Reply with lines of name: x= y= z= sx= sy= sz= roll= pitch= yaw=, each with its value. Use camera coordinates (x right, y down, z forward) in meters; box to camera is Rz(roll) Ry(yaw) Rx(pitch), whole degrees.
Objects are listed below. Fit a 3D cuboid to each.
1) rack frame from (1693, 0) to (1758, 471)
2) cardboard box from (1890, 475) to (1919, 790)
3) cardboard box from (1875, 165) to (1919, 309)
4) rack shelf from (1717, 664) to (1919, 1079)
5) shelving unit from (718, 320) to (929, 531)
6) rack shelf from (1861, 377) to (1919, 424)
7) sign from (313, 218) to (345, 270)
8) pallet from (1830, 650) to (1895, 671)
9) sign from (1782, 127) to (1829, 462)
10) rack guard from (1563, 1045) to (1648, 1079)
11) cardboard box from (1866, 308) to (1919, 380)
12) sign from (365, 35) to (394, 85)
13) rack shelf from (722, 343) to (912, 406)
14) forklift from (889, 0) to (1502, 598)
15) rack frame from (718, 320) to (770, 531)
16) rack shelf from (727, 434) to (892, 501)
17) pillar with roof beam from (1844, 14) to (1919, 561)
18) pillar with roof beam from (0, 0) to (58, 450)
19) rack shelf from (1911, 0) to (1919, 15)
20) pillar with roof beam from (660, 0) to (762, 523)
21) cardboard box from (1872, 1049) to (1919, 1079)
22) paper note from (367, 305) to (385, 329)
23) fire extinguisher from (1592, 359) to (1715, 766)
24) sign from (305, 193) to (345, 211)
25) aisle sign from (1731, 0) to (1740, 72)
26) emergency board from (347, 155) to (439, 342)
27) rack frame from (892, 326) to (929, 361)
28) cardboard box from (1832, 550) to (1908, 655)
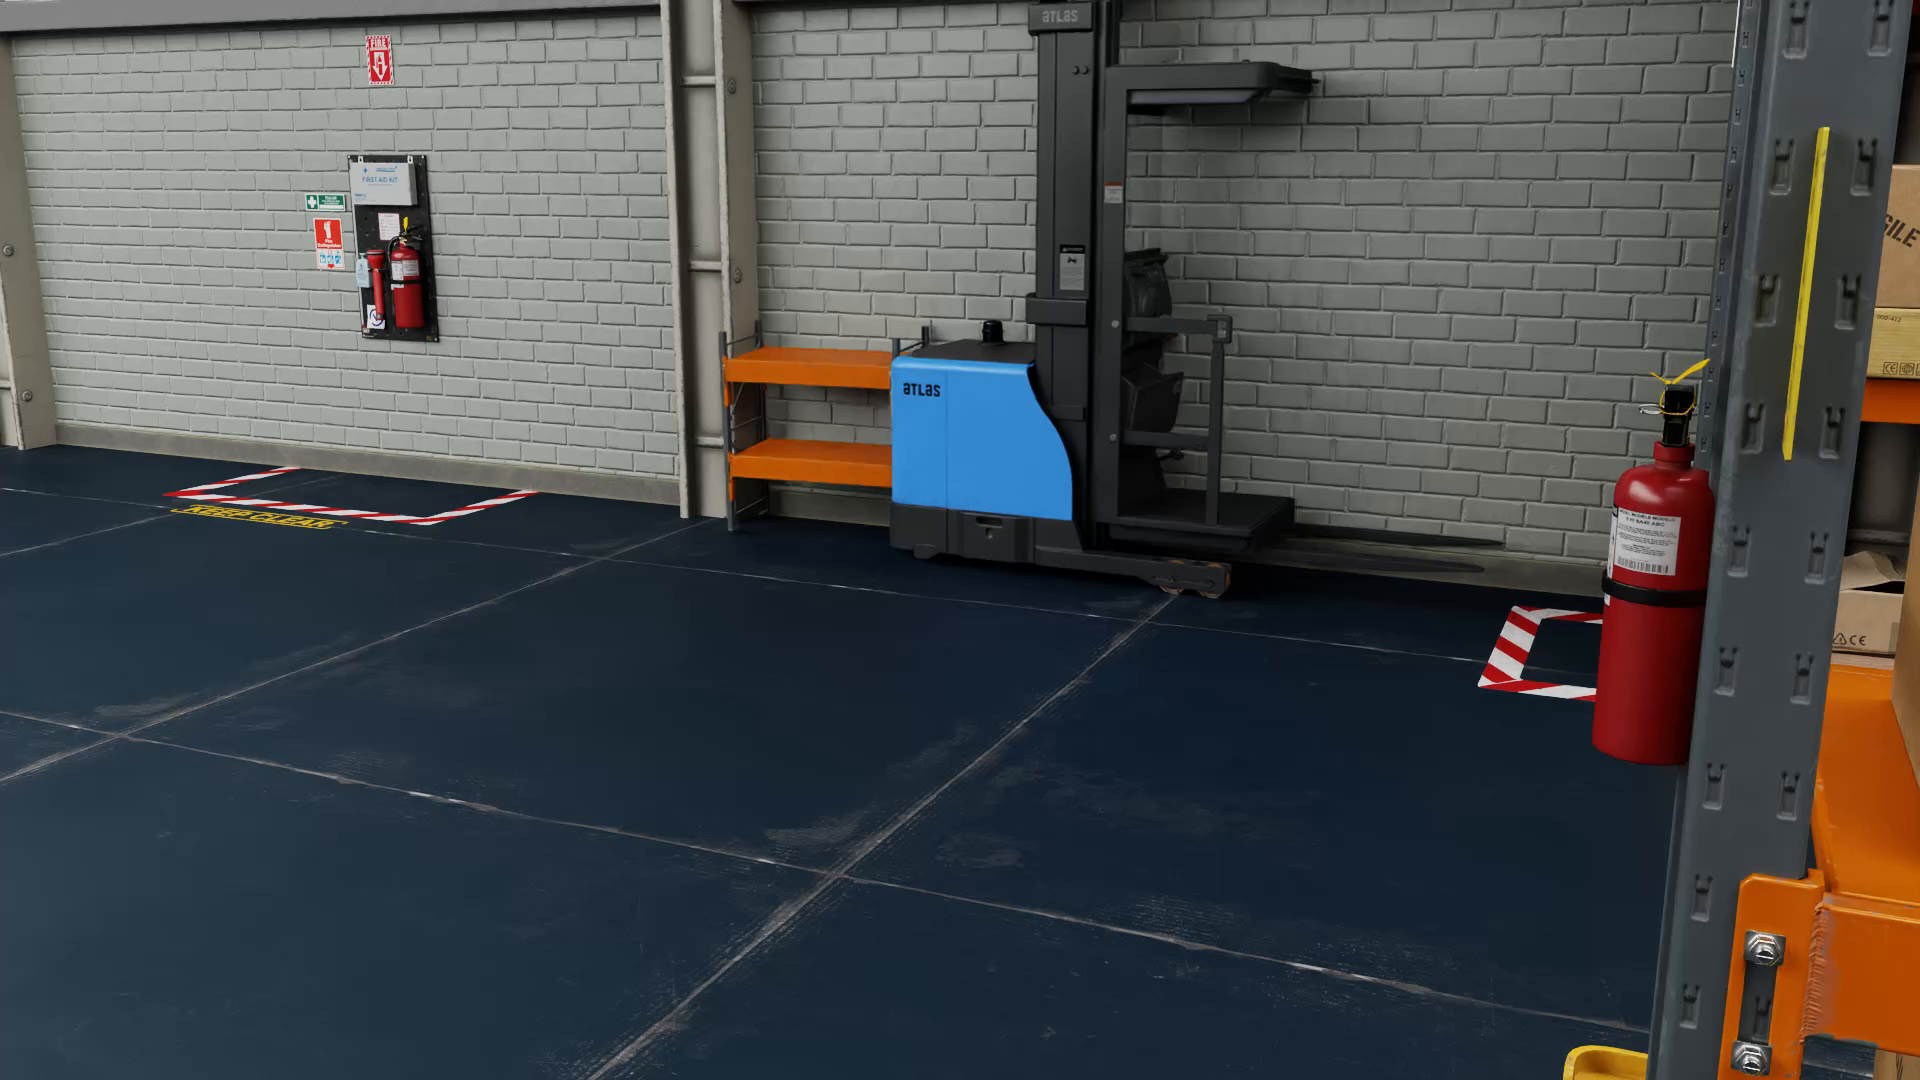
rack frame: x=3.083 y=-0.937 z=6.684 sx=0.127 sy=3.000 sz=1.000 roll=6 pitch=14 yaw=23
cardboard box: x=1.502 y=0.095 z=2.066 sx=0.500 sy=0.500 sz=0.700 roll=6 pitch=14 yaw=23
cardboard box: x=3.398 y=-1.132 z=6.157 sx=0.500 sy=0.500 sz=0.500 roll=6 pitch=14 yaw=23
rack shelf: x=2.909 y=0.633 z=1.566 sx=4.000 sy=0.370 sz=1.077 roll=6 pitch=14 yaw=23
shelving unit: x=-0.740 y=-0.618 z=9.294 sx=1.048 sy=1.125 sz=0.538 roll=4 pitch=16 yaw=18
rack shelf: x=4.912 y=-0.402 z=5.977 sx=4.000 sy=0.370 sz=1.077 roll=6 pitch=14 yaw=23
sign: x=-4.120 y=-1.935 z=10.858 sx=0.234 sy=0.329 sz=0.001 roll=6 pitch=14 yaw=23
pallet: x=3.881 y=0.510 z=6.621 sx=1.213 sy=0.211 sz=1.003 roll=6 pitch=14 yaw=23
sign: x=0.850 y=-0.247 z=1.673 sx=0.005 sy=0.325 sz=0.100 roll=6 pitch=14 yaw=23
rack guard: x=1.058 y=1.312 z=2.568 sx=0.348 sy=0.500 sz=1.175 roll=6 pitch=14 yaw=23
cardboard box: x=3.401 y=-0.763 z=6.224 sx=0.500 sy=0.250 sz=0.500 roll=5 pitch=14 yaw=22
sign: x=-3.623 y=-2.995 z=10.379 sx=0.199 sy=0.298 sz=0.001 roll=6 pitch=14 yaw=23
rack shelf: x=-0.744 y=-0.900 z=9.217 sx=1.000 sy=0.278 sz=0.538 roll=4 pitch=16 yaw=18
forklift: x=1.185 y=-1.282 z=8.304 sx=3.031 sy=2.935 sz=1.130 roll=6 pitch=15 yaw=24
rack frame: x=-1.222 y=-0.655 z=9.453 sx=0.032 sy=1.125 sz=0.500 roll=4 pitch=16 yaw=18
rack shelf: x=-0.737 y=-0.382 z=9.359 sx=1.000 sy=0.278 sz=0.538 roll=4 pitch=16 yaw=18
pillar with roof beam: x=2.330 y=-3.075 z=2.660 sx=0.400 sy=9.000 sz=9.100 roll=6 pitch=14 yaw=23
pillar with roof beam: x=-8.642 y=-4.185 z=7.392 sx=0.400 sy=9.000 sz=9.100 roll=6 pitch=14 yaw=23
rack shelf: x=4.912 y=-1.862 z=5.635 sx=4.000 sy=0.370 sz=1.077 roll=6 pitch=14 yaw=23
pillar with roof beam: x=-3.156 y=-3.630 z=5.026 sx=0.400 sy=9.000 sz=9.100 roll=6 pitch=14 yaw=23
cardboard box: x=1.691 y=0.854 z=2.507 sx=0.500 sy=0.500 sz=0.500 roll=6 pitch=14 yaw=23
paper note: x=-3.790 y=-1.447 z=10.784 sx=0.142 sy=0.148 sz=0.016 roll=6 pitch=14 yaw=23
fire extinguisher: x=1.160 y=0.027 z=2.742 sx=0.183 sy=0.674 sz=0.296 roll=6 pitch=14 yaw=23
sign: x=-4.119 y=-2.191 z=10.788 sx=0.331 sy=0.109 sz=0.001 roll=6 pitch=14 yaw=23
aisle sign: x=2.896 y=-2.147 z=6.148 sx=0.004 sy=0.787 sz=0.394 roll=6 pitch=14 yaw=23
emergency board: x=-3.656 y=-1.845 z=10.552 sx=0.643 sy=1.169 sz=0.194 roll=6 pitch=14 yaw=23
rack frame: x=-0.259 y=-0.580 z=9.136 sx=0.032 sy=1.125 sz=0.500 roll=4 pitch=16 yaw=18
cardboard box: x=3.679 y=0.240 z=6.588 sx=0.500 sy=0.311 sz=0.500 roll=4 pitch=14 yaw=17
